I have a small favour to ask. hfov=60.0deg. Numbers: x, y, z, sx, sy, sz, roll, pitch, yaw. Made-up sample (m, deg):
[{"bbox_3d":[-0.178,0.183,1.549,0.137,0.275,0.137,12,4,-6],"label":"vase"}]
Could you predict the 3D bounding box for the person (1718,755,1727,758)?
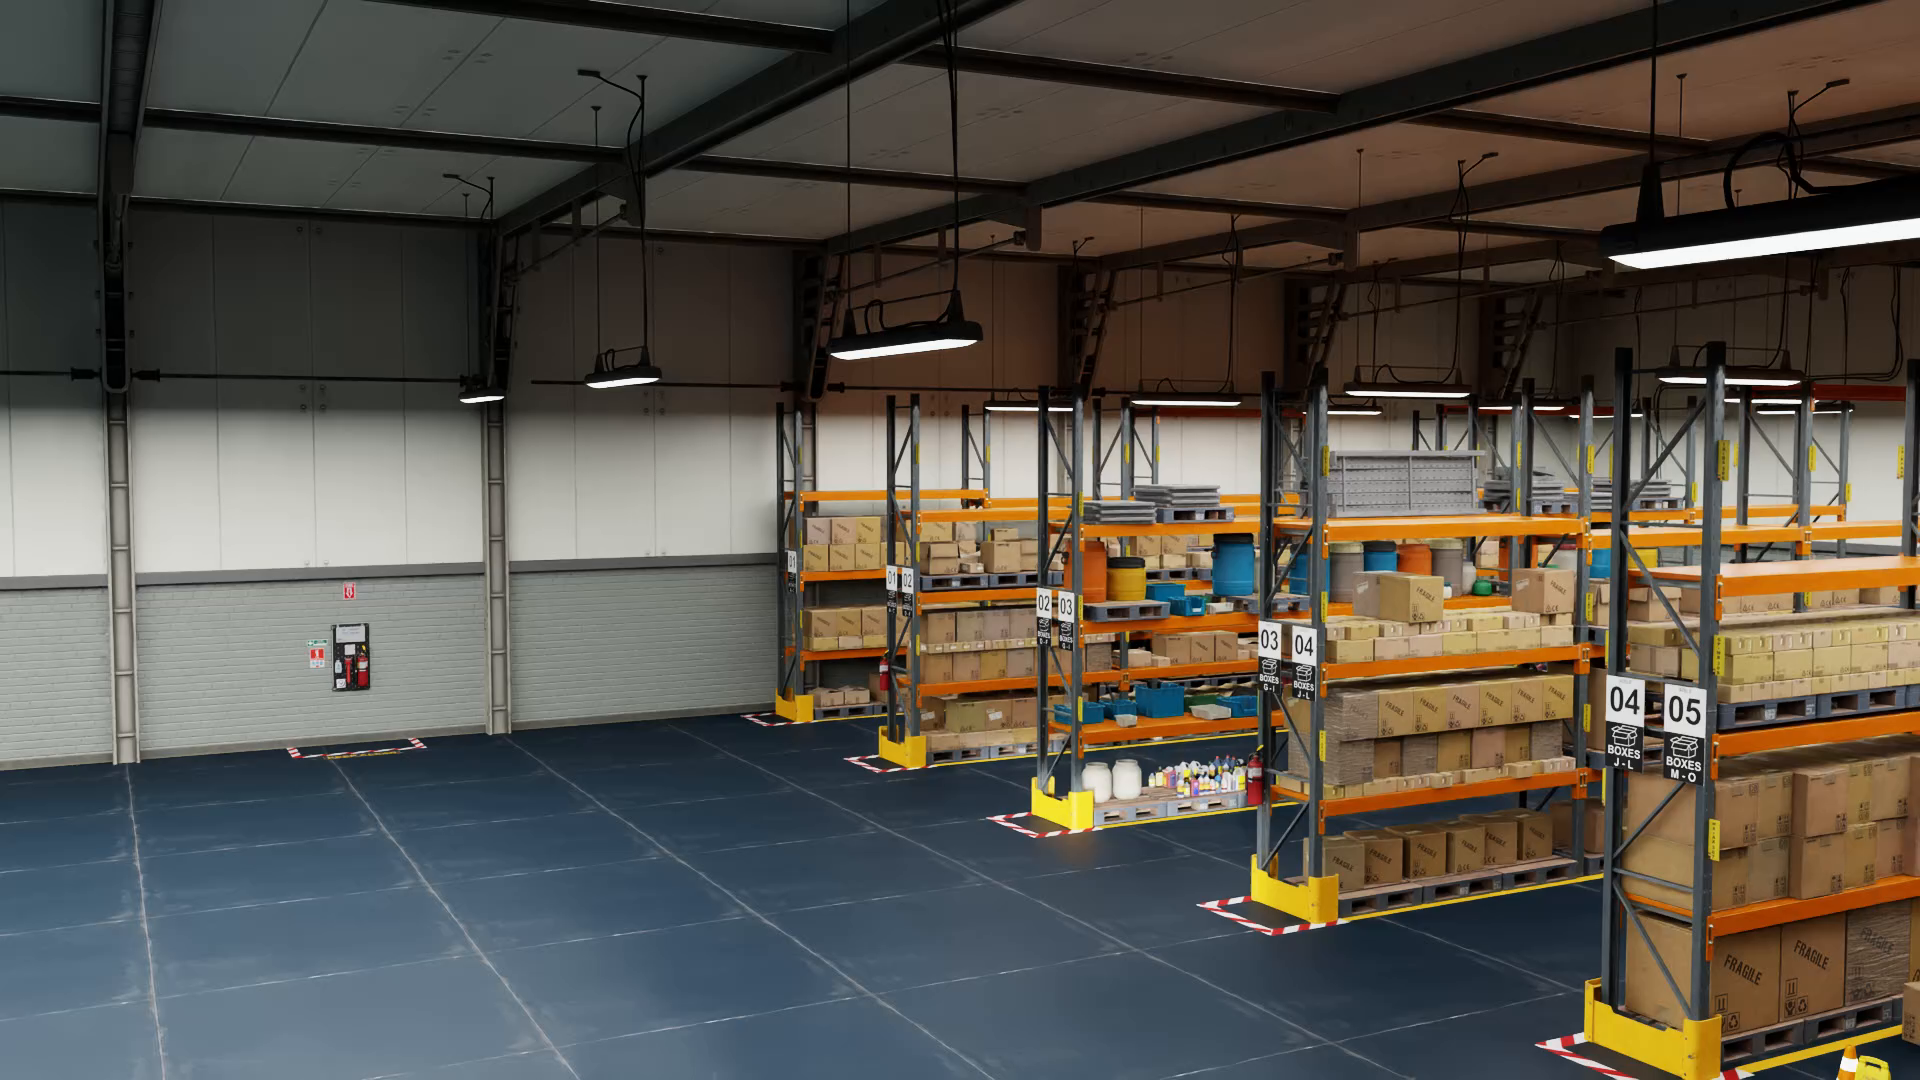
[{"bbox_3d":[8.841,3.232,19.460,0.516,1.674,0.512,-2,4,-27],"label":"person"}]
